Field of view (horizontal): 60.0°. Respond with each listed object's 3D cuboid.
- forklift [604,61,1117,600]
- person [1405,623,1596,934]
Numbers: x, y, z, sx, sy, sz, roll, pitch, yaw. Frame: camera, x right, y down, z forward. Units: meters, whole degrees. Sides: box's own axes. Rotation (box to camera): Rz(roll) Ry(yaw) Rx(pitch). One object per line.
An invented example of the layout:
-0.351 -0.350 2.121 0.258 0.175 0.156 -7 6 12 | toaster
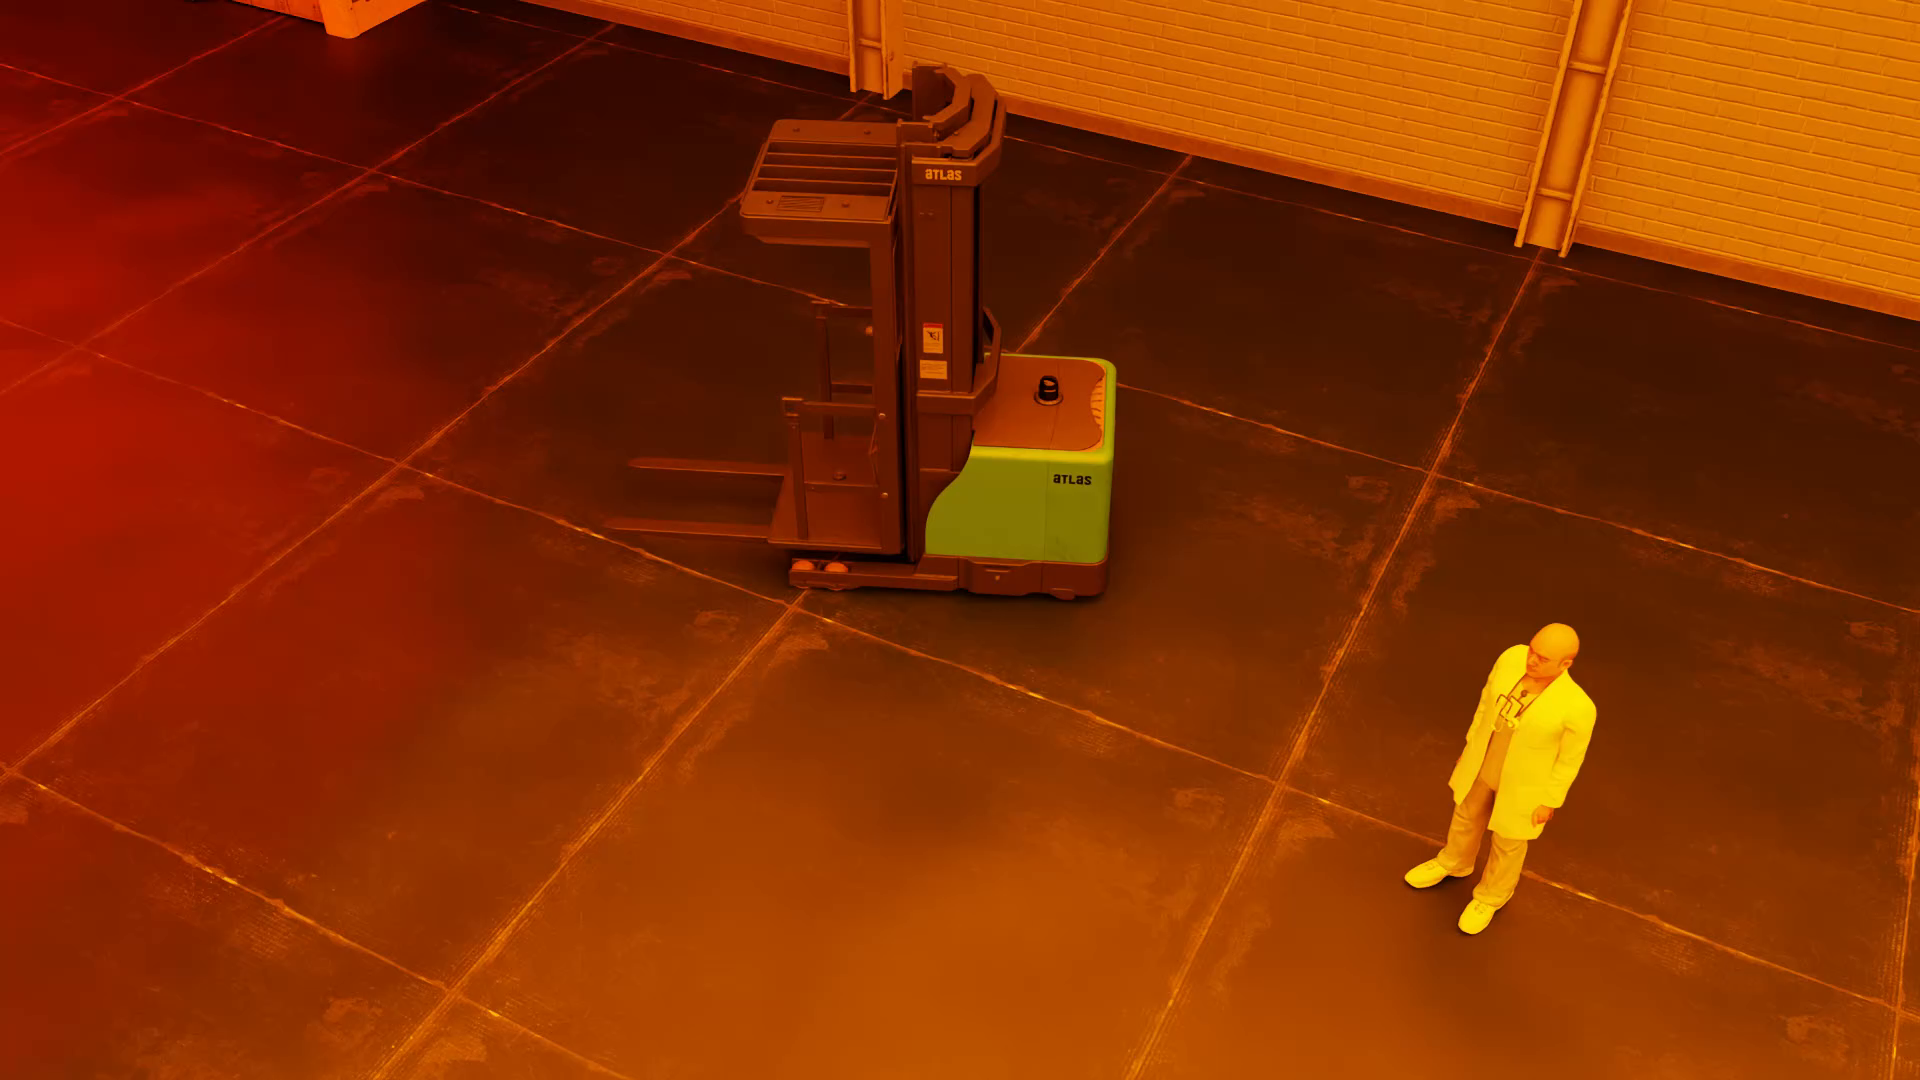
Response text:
-0.606 -1.157 9.360 3.031 2.935 1.130 3 40 4 | forklift
2.490 1.080 7.596 0.392 1.782 0.547 -23 45 -25 | person
